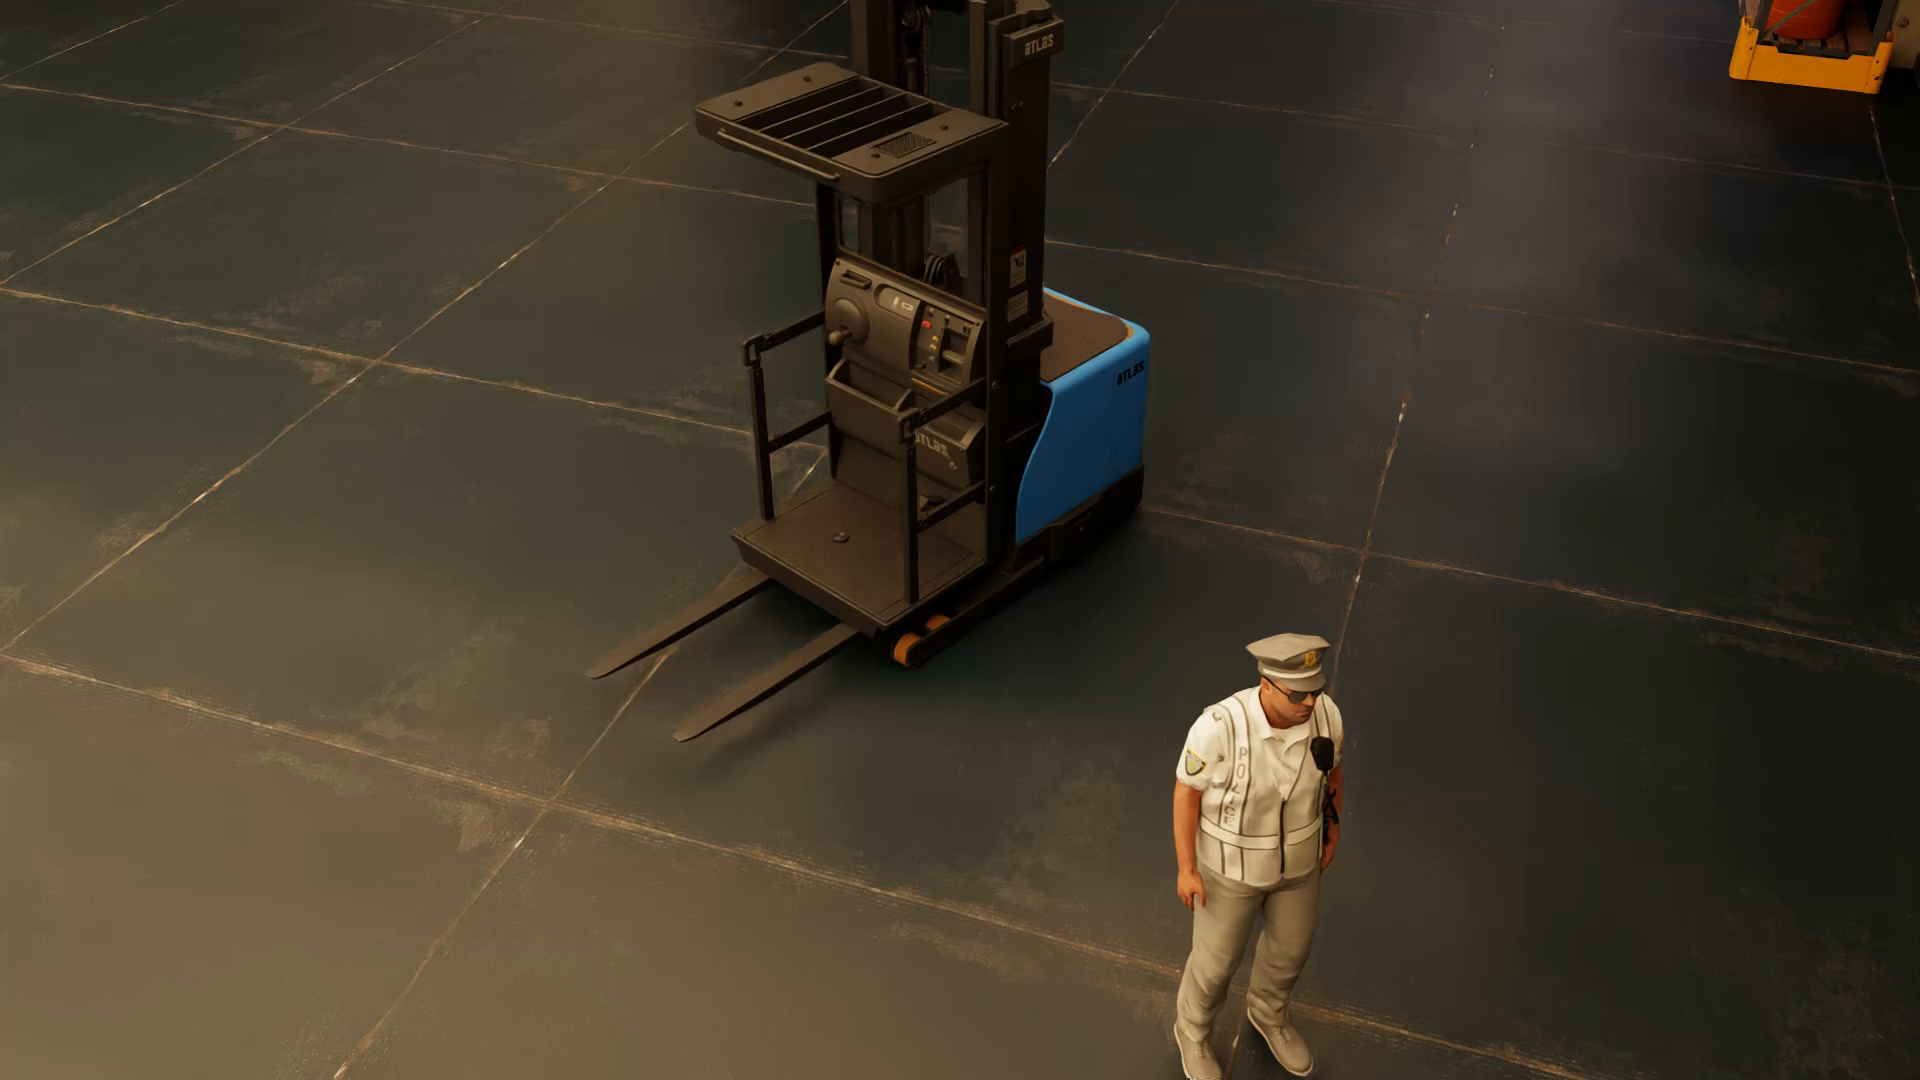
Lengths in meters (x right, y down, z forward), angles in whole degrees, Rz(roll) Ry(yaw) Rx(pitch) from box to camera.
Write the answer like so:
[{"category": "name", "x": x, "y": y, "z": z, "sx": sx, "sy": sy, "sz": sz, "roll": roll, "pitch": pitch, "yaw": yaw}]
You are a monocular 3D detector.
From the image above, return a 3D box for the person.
[{"category": "person", "x": 1.023, "y": 1.084, "z": 5.594, "sx": 0.624, "sy": 1.796, "sz": 0.492, "roll": -10, "pitch": 36, "yaw": -13}]

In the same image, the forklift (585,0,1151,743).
[{"category": "forklift", "x": -0.404, "y": -0.930, "z": 7.422, "sx": 1.130, "sy": 2.935, "sz": 3.031, "roll": 28, "pitch": 44, "yaw": 34}]
